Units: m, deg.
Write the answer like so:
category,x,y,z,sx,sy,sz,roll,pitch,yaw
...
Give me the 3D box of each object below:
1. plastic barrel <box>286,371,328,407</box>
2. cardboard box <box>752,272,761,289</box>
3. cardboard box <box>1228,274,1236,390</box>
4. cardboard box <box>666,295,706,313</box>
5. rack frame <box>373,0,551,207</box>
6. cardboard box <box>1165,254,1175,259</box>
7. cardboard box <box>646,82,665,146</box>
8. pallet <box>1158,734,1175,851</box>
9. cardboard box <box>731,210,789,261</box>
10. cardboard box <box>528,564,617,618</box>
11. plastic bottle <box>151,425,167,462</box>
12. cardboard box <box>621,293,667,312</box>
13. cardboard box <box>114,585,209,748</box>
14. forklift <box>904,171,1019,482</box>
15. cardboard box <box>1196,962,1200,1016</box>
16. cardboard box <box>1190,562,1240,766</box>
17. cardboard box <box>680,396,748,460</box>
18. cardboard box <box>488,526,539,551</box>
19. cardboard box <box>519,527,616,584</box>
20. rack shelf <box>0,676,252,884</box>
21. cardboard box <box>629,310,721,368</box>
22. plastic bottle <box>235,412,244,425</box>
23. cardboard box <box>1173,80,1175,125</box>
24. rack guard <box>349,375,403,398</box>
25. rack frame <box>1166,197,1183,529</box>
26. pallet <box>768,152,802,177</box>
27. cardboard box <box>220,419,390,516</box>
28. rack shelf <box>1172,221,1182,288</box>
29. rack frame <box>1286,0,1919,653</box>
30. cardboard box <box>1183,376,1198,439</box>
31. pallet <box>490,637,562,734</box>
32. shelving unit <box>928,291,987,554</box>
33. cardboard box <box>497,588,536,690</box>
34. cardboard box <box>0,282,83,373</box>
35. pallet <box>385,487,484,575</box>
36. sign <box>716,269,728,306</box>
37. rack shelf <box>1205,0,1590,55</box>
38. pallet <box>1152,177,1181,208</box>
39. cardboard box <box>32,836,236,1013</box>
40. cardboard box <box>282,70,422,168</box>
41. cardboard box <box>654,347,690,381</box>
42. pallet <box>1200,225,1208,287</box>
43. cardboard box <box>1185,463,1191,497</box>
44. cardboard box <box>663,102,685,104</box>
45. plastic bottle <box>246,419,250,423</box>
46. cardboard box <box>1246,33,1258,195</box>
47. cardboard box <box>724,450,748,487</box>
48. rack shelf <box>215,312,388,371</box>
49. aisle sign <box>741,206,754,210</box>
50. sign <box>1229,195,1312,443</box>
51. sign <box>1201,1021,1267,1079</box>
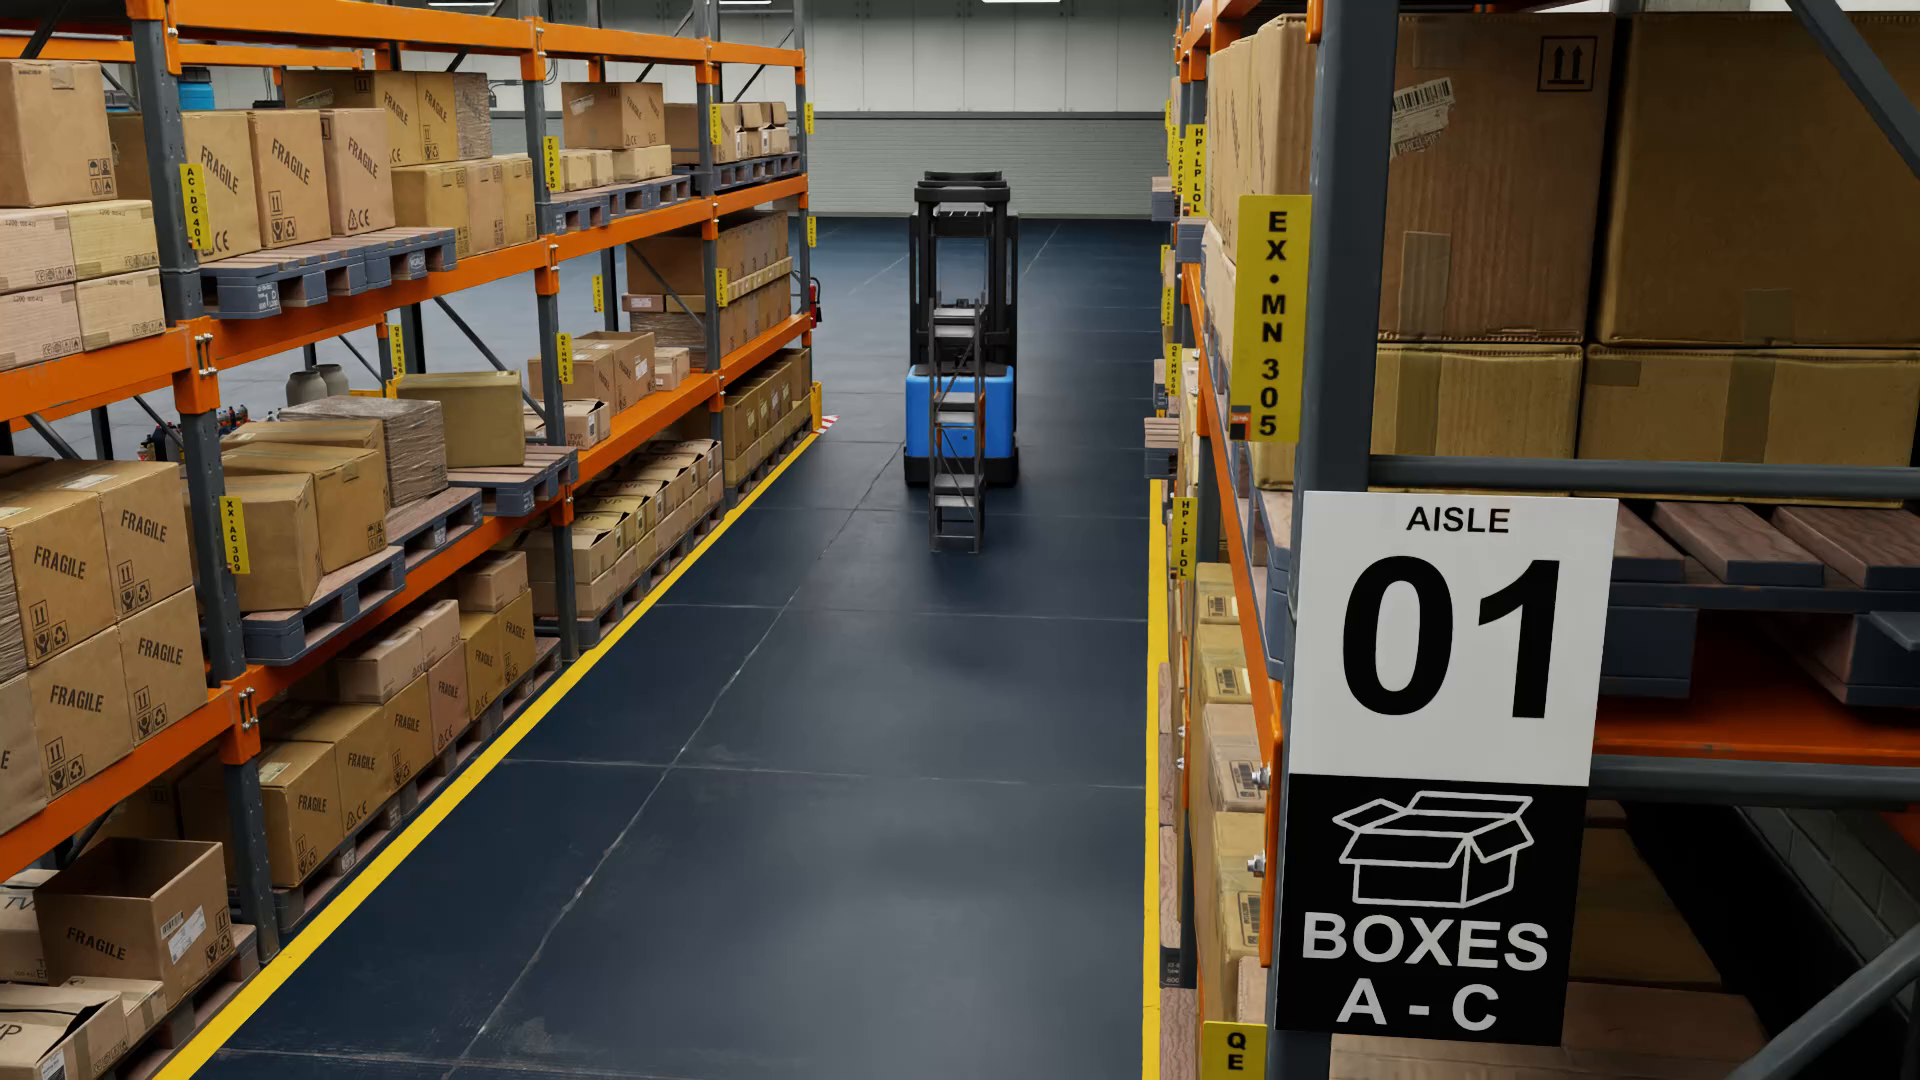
category,x,y,z,sx,sy,sz,roll,pitch,yaw
plastic barrel,-7.144,-1.573,18.194,0.421,0.512,0.421,0,15,0
cardboard box,-2.194,-2.582,16.529,0.380,0.149,0.250,1,15,5
cardboard box,0.826,-0.392,3.410,0.500,0.250,0.500,1,15,4
cardboard box,-2.396,-2.115,14.804,0.380,0.149,0.250,2,15,6
rack frame,-3.070,-3.548,10.045,1.000,3.000,0.127,2,15,6
cardboard box,2.337,-2.639,16.986,0.500,0.500,0.500,2,15,6
cardboard box,-2.728,-3.471,13.553,0.500,0.500,0.500,2,15,7
pallet,1.548,1.356,8.741,1.003,0.211,1.213,2,15,6
cardboard box,-2.239,-3.267,17.822,0.700,0.500,0.500,2,15,6
cardboard box,-2.719,0.345,11.603,0.500,0.250,0.500,2,15,6
plastic bottle,-7.754,-0.946,16.145,0.144,0.351,0.185,1,15,5
cardboard box,-2.801,-2.128,14.851,0.380,0.149,0.250,2,15,6
cardboard box,-3.323,0.474,6.471,0.500,0.500,0.500,2,15,7
forklift,0.046,-2.298,17.044,1.130,2.935,3.031,1,15,2
cardboard box,0.995,1.495,5.628,0.380,0.149,0.250,2,15,8
cardboard box,1.324,0.525,5.898,0.980,0.700,0.700,2,15,7
cardboard box,-2.255,-1.038,15.282,0.500,0.500,0.500,2,15,6
cardboard box,-3.256,0.058,11.588,0.500,0.311,0.500,2,15,8
cardboard box,-2.719,0.074,11.529,0.500,0.311,0.500,2,15,8
rack shelf,-3.747,1.251,5.167,1.077,0.370,4.000,2,15,6
cardboard box,-2.575,-1.853,15.078,0.700,0.500,0.500,1,15,5
plastic bottle,-7.615,-1.248,17.548,0.097,0.201,0.097,0,15,0
cardboard box,2.142,-3.815,14.631,0.500,0.500,0.500,3,15,9
rack guard,-7.051,-1.646,19.293,1.175,0.500,0.348,2,15,6
rack frame,2.304,-1.545,14.129,1.000,3.000,0.127,2,15,6
pallet,-2.273,-3.950,17.446,1.003,0.211,1.213,2,15,6
cardboard box,-3.383,-0.326,8.625,0.700,0.500,0.500,-2,15,-8
rack shelf,2.078,-2.127,11.913,1.077,0.370,4.000,2,15,6
rack frame,0.950,-1.329,1.836,1.000,3.000,0.127,2,15,6
cardboard box,1.432,-0.692,8.737,0.500,0.250,0.500,2,15,7
pallet,-3.192,0.886,10.480,1.003,0.211,1.213,2,15,6
shelving unit,-0.019,-0.971,13.729,0.431,2.100,0.503,2,15,6
cardboard box,-2.942,0.591,10.174,0.500,0.500,0.500,2,15,8
cardboard box,-3.379,-0.727,5.646,0.500,0.250,0.500,2,15,6
pallet,-3.285,-0.055,8.987,1.003,0.211,1.213,2,15,6
sign,-2.079,-2.197,14.474,0.100,0.325,0.005,2,15,6
rack shelf,1.175,-1.307,3.900,1.077,0.370,4.000,2,15,6
pallet,2.128,-2.745,13.181,1.213,0.211,1.003,2,15,6
cardboard box,-3.304,1.535,6.683,0.500,0.500,0.500,2,15,6
cardboard box,-3.241,-2.254,8.897,0.500,0.500,0.500,2,15,6
cardboard box,-2.631,-1.488,14.207,0.500,0.250,0.500,3,15,10
pallet,1.709,-1.406,8.229,1.003,0.211,1.213,2,15,9
cardboard box,1.315,-0.061,7.843,0.500,0.500,0.500,2,15,6
cardboard box,-2.626,-4.071,16.461,0.500,0.500,0.500,2,15,6
plastic bottle,-7.015,-1.016,16.406,0.144,0.351,0.185,1,15,4
cardboard box,0.828,-0.749,3.292,0.500,0.500,0.500,2,15,8
cardboard box,-2.265,-0.677,15.381,0.500,0.250,0.500,2,15,6
rack shelf,-7.314,-2.008,17.220,1.077,0.370,4.000,2,15,6
aisle sign,-2.464,-4.008,18.259,0.394,0.787,0.004,2,15,6
sign,0.412,-0.289,2.195,0.100,0.325,0.005,2,15,6
sign,0.412,0.875,2.509,0.100,0.325,0.005,2,15,6
